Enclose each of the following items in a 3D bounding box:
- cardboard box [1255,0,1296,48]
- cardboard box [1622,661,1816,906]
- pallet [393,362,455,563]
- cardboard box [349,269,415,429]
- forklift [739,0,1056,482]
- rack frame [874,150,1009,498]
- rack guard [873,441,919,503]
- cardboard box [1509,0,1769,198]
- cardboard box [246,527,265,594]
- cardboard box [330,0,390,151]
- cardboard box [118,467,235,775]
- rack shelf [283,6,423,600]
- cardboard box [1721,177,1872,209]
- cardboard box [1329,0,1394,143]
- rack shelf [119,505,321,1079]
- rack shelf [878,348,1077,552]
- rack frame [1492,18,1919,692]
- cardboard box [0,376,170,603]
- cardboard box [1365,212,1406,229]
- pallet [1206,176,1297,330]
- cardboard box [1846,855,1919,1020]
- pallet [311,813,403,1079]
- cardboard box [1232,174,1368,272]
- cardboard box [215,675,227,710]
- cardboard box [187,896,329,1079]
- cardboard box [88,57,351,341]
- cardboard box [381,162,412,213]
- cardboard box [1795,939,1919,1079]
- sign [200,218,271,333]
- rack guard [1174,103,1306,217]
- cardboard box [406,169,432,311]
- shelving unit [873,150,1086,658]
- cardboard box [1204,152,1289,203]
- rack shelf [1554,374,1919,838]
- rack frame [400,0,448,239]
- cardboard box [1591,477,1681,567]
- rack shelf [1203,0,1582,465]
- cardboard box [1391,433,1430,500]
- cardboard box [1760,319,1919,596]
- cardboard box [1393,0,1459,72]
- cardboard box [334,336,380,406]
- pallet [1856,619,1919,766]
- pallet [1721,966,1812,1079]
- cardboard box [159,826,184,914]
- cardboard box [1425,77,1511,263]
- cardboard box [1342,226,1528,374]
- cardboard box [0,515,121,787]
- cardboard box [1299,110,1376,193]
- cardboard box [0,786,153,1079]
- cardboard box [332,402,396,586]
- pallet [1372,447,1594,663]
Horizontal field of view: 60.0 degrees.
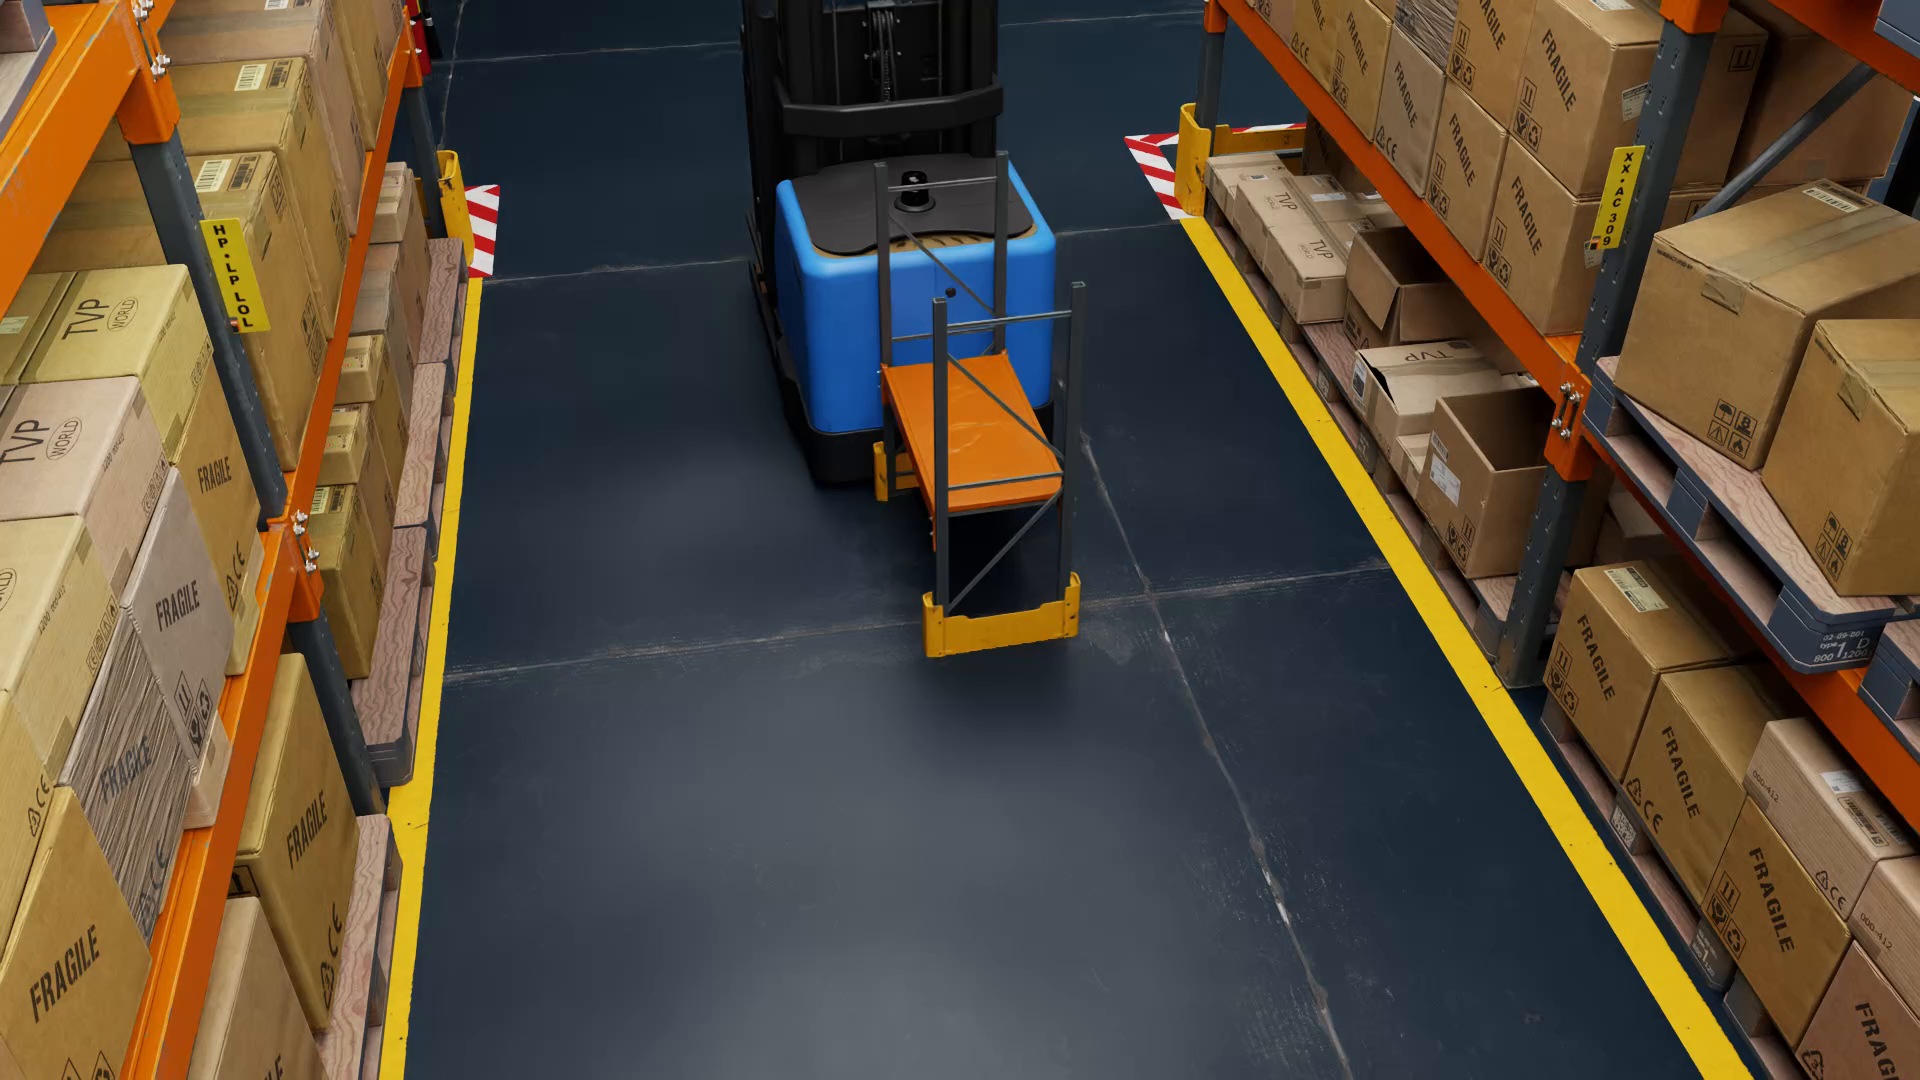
[{"bbox_3d":[1.680,-2.573,7.536,0.500,0.500,0.500,-7,38,-8],"label":"cardboard box"},{"bbox_3d":[2.417,0.728,5.047,0.500,0.500,0.500,-6,38,-7],"label":"cardboard box"},{"bbox_3d":[-2.682,-0.295,6.958,1.003,0.211,1.213,-6,38,-8],"label":"pallet"},{"bbox_3d":[-2.712,-0.767,6.987,0.700,0.500,0.500,-7,38,-9],"label":"cardboard box"},{"bbox_3d":[-0.433,-2.305,7.328,1.130,2.935,3.031,-8,39,-10],"label":"forklift"},{"bbox_3d":[-0.067,-0.810,6.571,0.500,1.500,0.032,-8,39,-10],"label":"rack frame"},{"bbox_3d":[-0.067,-0.316,6.953,0.587,0.250,0.087,-8,39,-10],"label":"rack guard"},{"bbox_3d":[2.124,-1.437,5.258,0.500,0.500,0.500,-6,38,-8],"label":"cardboard box"},{"bbox_3d":[-2.071,0.075,4.397,0.380,0.149,0.250,-6,38,-8],"label":"cardboard box"},{"bbox_3d":[-2.872,-1.979,6.608,0.980,0.700,0.700,-7,38,-8],"label":"cardboard box"},{"bbox_3d":[-1.981,0.204,3.702,0.500,0.500,0.500,-6,38,-8],"label":"cardboard box"},{"bbox_3d":[-2.760,-1.114,6.325,1.077,0.370,4.000,-6,38,-8],"label":"rack shelf"},{"bbox_3d":[2.646,-1.102,5.642,0.500,0.500,0.500,-5,38,-7],"label":"cardboard box"},{"bbox_3d":[1.851,-1.968,6.756,0.500,0.500,0.500,-6,38,-7],"label":"cardboard box"},{"bbox_3d":[-2.058,1.302,3.216,1.077,0.370,4.000,-6,38,-8],"label":"rack shelf"},{"bbox_3d":[0.046,-0.364,6.290,0.538,0.185,1.000,-8,39,-10],"label":"rack shelf"},{"bbox_3d":[2.467,-0.725,5.238,1.000,3.000,0.127,-6,38,-8],"label":"rack frame"},{"bbox_3d":[-1.995,-0.087,3.465,0.500,0.250,0.500,-5,38,-7],"label":"cardboard box"},{"bbox_3d":[2.241,-1.350,7.926,0.500,0.250,0.500,-6,38,-8],"label":"cardboard box"},{"bbox_3d":[1.920,-1.513,8.525,1.003,0.211,1.213,-6,38,-8],"label":"pallet"},{"bbox_3d":[2.576,1.017,4.063,0.500,0.250,0.500,-7,38,-9],"label":"cardboard box"},{"bbox_3d":[-2.199,1.369,4.816,1.003,0.211,1.213,-6,38,-8],"label":"pallet"},{"bbox_3d":[1.670,-1.568,8.206,0.500,0.250,0.500,-6,38,-8],"label":"cardboard box"},{"bbox_3d":[-2.002,0.386,3.997,0.380,0.149,0.250,-5,38,-7],"label":"cardboard box"},{"bbox_3d":[-2.008,1.408,3.902,0.750,0.750,0.750,-5,38,-7],"label":"cardboard box"},{"bbox_3d":[-2.611,-1.079,5.450,0.980,0.700,0.700,-7,38,-9],"label":"cardboard box"},{"bbox_3d":[-2.687,-1.571,7.494,0.380,0.149,0.250,-7,38,-8],"label":"cardboard box"},{"bbox_3d":[2.585,1.336,4.265,0.500,0.500,0.500,-8,38,-10],"label":"cardboard box"},{"bbox_3d":[-1.876,-0.680,4.302,0.100,0.325,0.005,-6,38,-8],"label":"sign"},{"bbox_3d":[1.779,-2.108,9.056,1.175,0.500,0.348,-6,38,-8],"label":"rack guard"},{"bbox_3d":[-2.889,-1.373,7.767,0.700,0.500,0.500,-6,38,-8],"label":"cardboard box"},{"bbox_3d":[0.044,-0.512,6.186,0.587,1.500,1.083,-8,39,-10],"label":"shelving unit"},{"bbox_3d":[1.501,-1.899,8.715,0.380,0.149,0.250,-6,38,-8],"label":"cardboard box"},{"bbox_3d":[2.818,0.767,3.904,1.077,0.370,4.000,-6,38,-8],"label":"rack shelf"},{"bbox_3d":[-3.110,-2.606,7.660,1.000,3.000,0.127,-6,38,-8],"label":"rack frame"},{"bbox_3d":[2.607,-0.114,6.285,0.500,0.311,0.500,-6,38,-8],"label":"cardboard box"},{"bbox_3d":[2.117,-1.649,7.014,1.077,0.370,4.000,-6,38,-8],"label":"rack shelf"},{"bbox_3d":[1.963,-0.307,6.665,0.380,0.149,0.250,-6,38,-8],"label":"cardboard box"},{"bbox_3d":[2.513,-0.212,4.154,0.700,0.500,0.500,-1,38,-1],"label":"cardboard box"},{"bbox_3d":[1.943,-2.051,6.048,0.500,0.500,0.500,-6,38,-8],"label":"cardboard box"},{"bbox_3d":[-2.411,-0.629,6.282,0.380,0.149,0.250,-7,38,-9],"label":"cardboard box"},{"bbox_3d":[2.823,0.592,3.699,1.003,0.211,1.213,-6,38,-8],"label":"pallet"},{"bbox_3d":[2.864,1.602,4.516,1.003,0.211,1.213,-6,38,-8],"label":"pallet"},{"bbox_3d":[-1.921,0.694,3.600,0.380,0.149,0.250,-6,38,-8],"label":"cardboard box"},{"bbox_3d":[2.035,-1.350,5.962,0.500,0.500,0.500,-5,38,-7],"label":"cardboard box"},{"bbox_3d":[2.133,-1.047,7.329,0.797,0.503,0.637,-6,38,-8],"label":"cardboard box"},{"bbox_3d":[-1.906,0.221,3.068,0.500,0.250,0.500,-6,38,-7],"label":"cardboard box"},{"bbox_3d":[2.104,-2.026,8.592,0.500,0.500,0.500,-6,38,-8],"label":"cardboard box"},{"bbox_3d":[-1.808,0.809,2.923,0.500,0.500,0.500,-5,38,-7],"label":"cardboard box"},{"bbox_3d":[-2.524,-0.135,6.174,0.700,0.500,0.500,-7,38,-8],"label":"cardboard box"},{"bbox_3d":[2.348,-0.039,6.628,1.003,0.211,1.213,-6,38,-8],"label":"pallet"}]
